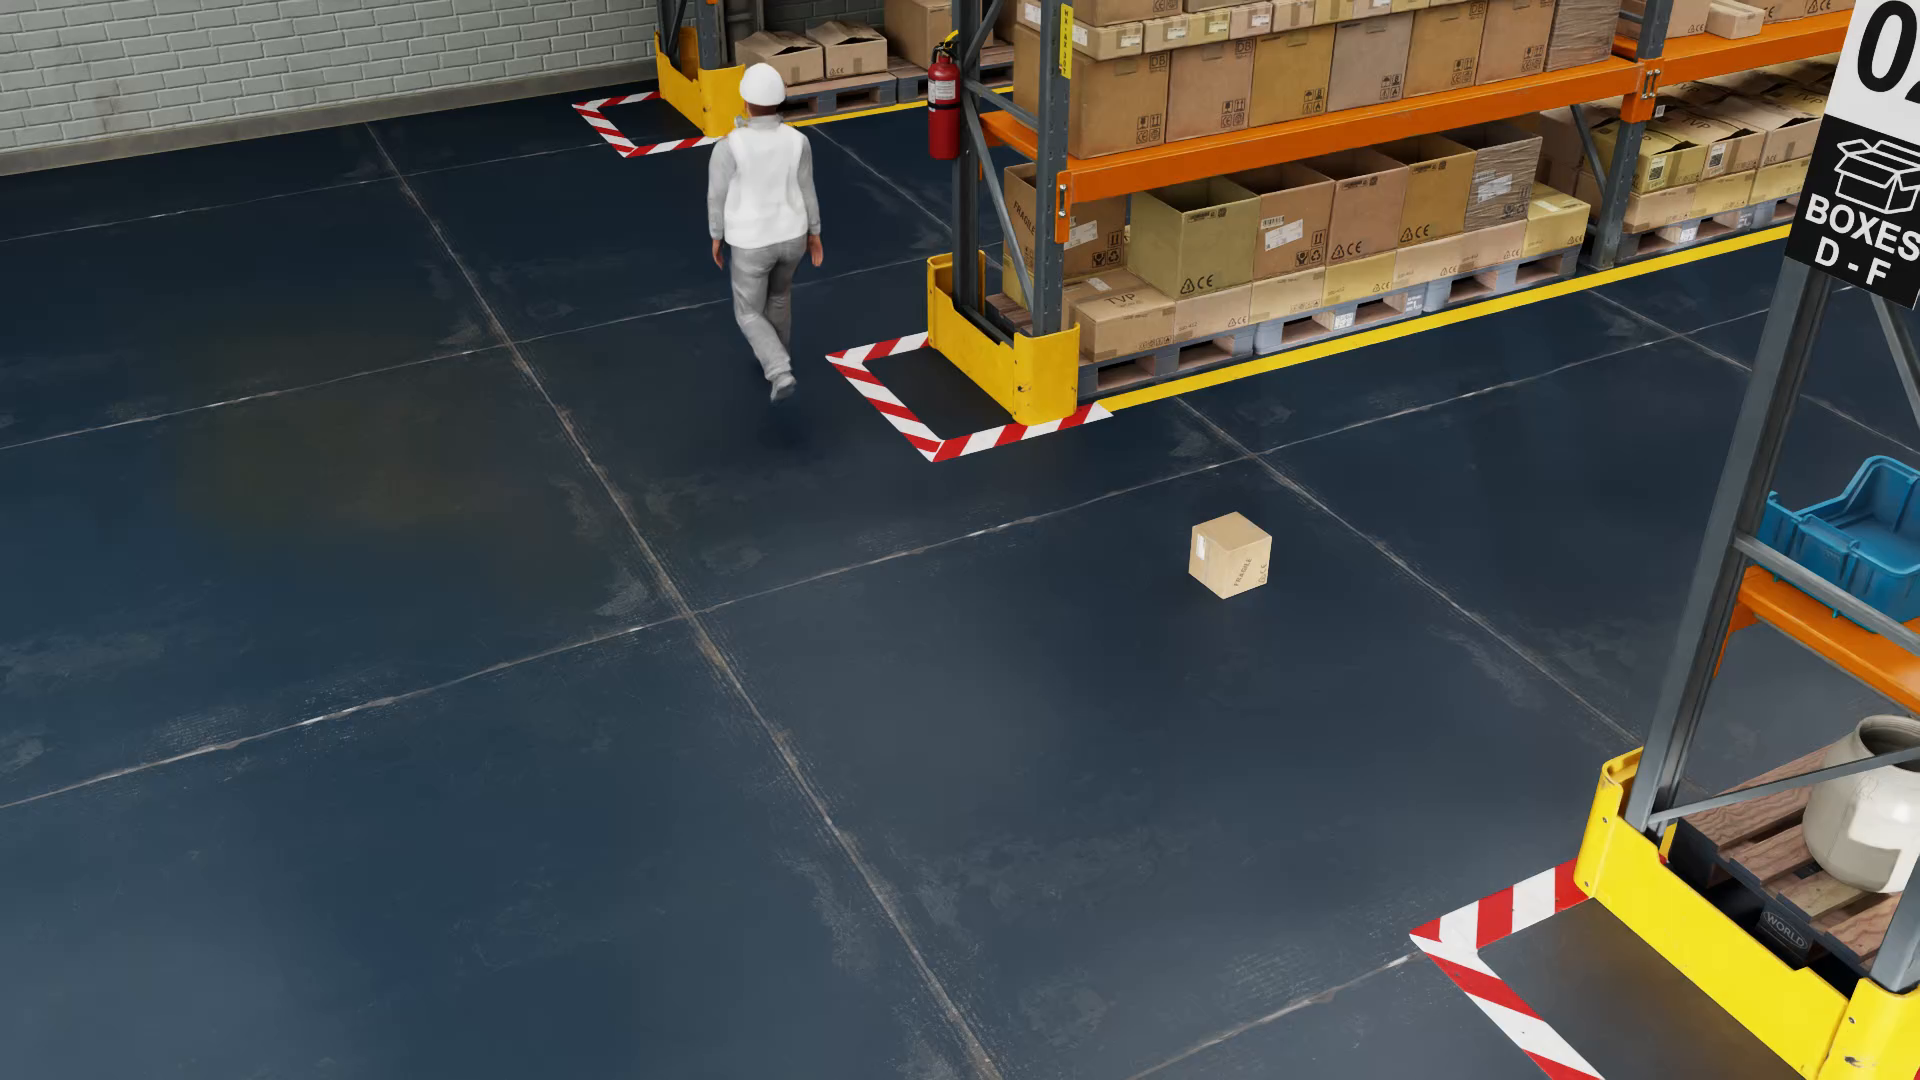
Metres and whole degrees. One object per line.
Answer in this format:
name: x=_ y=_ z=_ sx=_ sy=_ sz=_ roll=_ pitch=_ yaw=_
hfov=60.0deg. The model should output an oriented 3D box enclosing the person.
person: x=-0.962 y=-1.540 z=8.505 sx=0.576 sy=1.745 sz=0.840 roll=-17 pitch=36 yaw=-24
